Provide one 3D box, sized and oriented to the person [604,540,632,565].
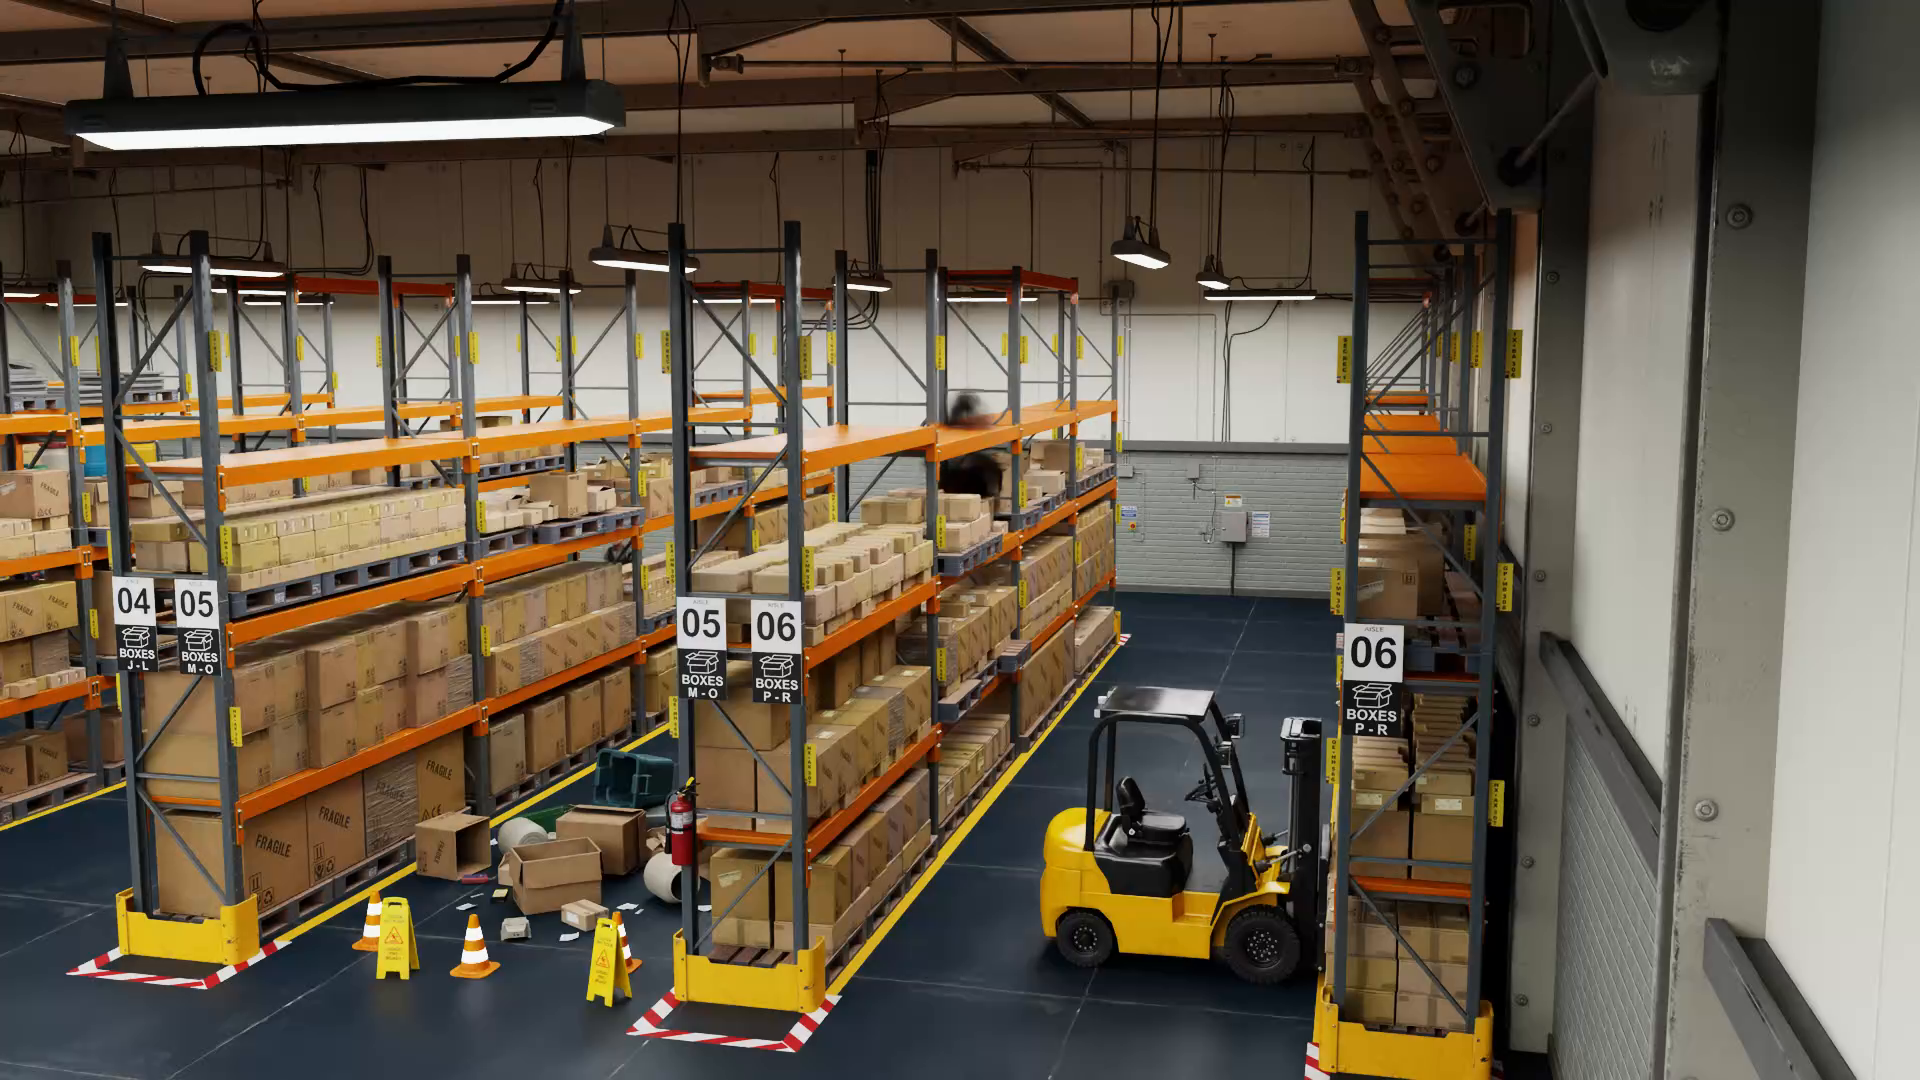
[{"bbox_3d":[-6.033,0.727,29.497,0.609,1.714,0.685,2,7,16],"label":"person"}]
